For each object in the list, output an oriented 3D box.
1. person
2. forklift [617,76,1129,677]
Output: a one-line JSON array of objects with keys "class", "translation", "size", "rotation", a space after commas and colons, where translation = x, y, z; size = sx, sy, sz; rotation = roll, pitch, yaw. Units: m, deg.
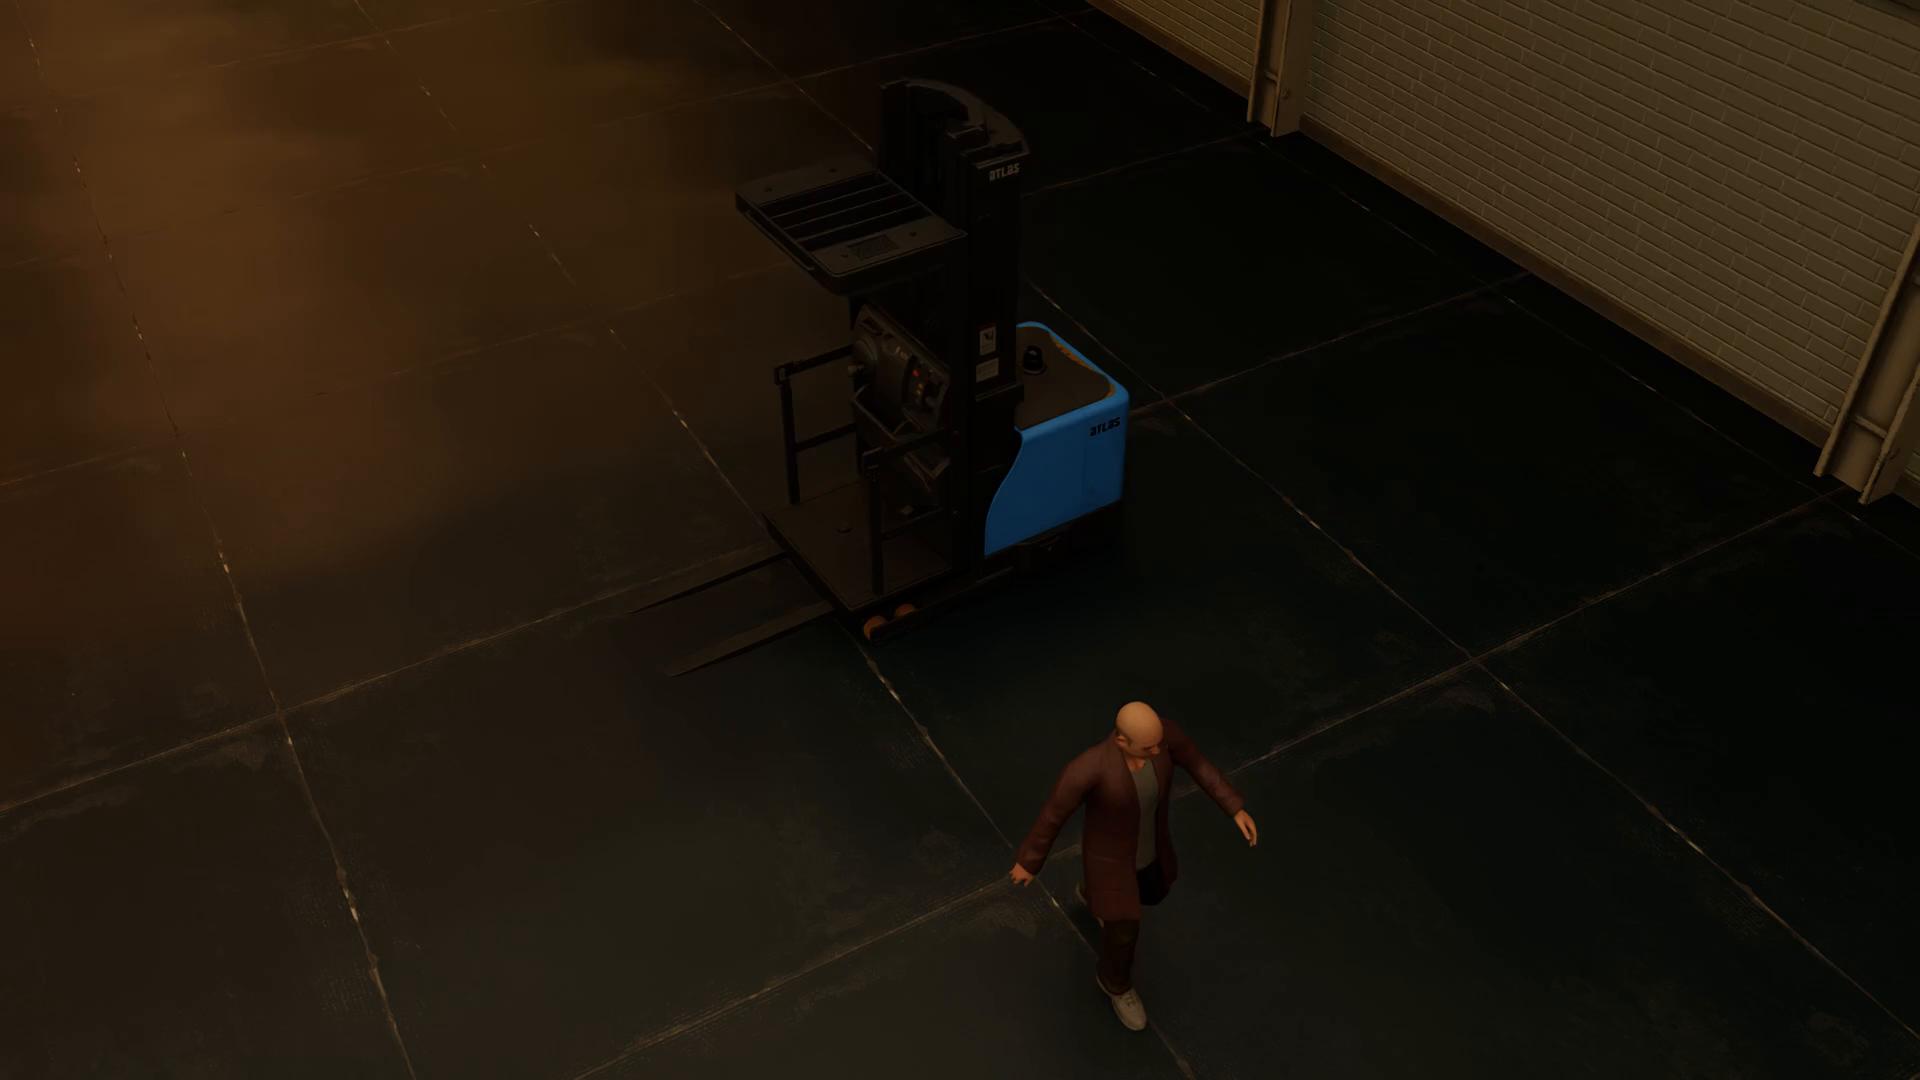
[{"class": "person", "translation": [0.720, 1.357, 7.327], "size": [0.948, 1.760, 0.782], "rotation": [-26, 46, -28]}, {"class": "forklift", "translation": [-0.509, -0.911, 9.135], "size": [3.031, 2.935, 1.130], "rotation": [-22, 45, -25]}]
